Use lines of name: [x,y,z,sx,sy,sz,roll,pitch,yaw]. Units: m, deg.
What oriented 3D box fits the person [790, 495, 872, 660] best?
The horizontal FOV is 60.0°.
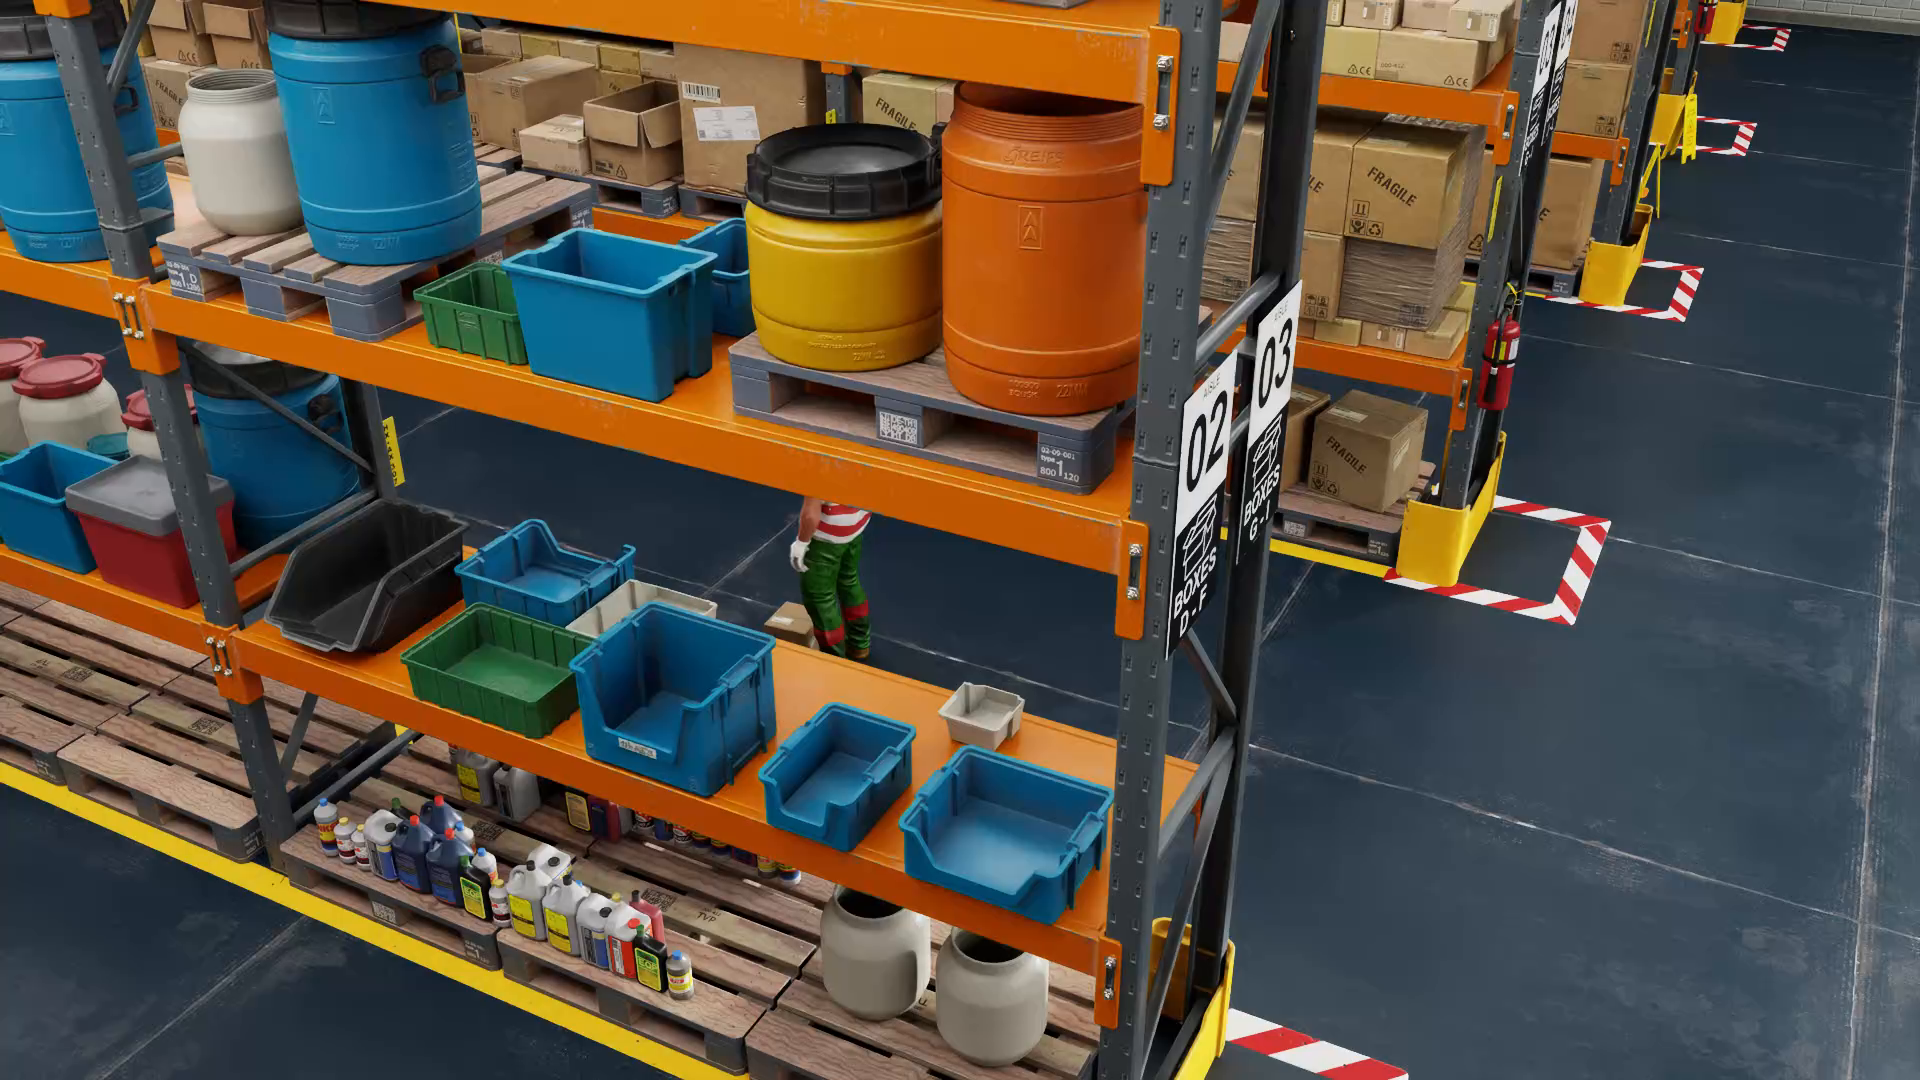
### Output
person: [-0.679,-0.085,8.427,0.448,1.780,0.620,12,32,20]
